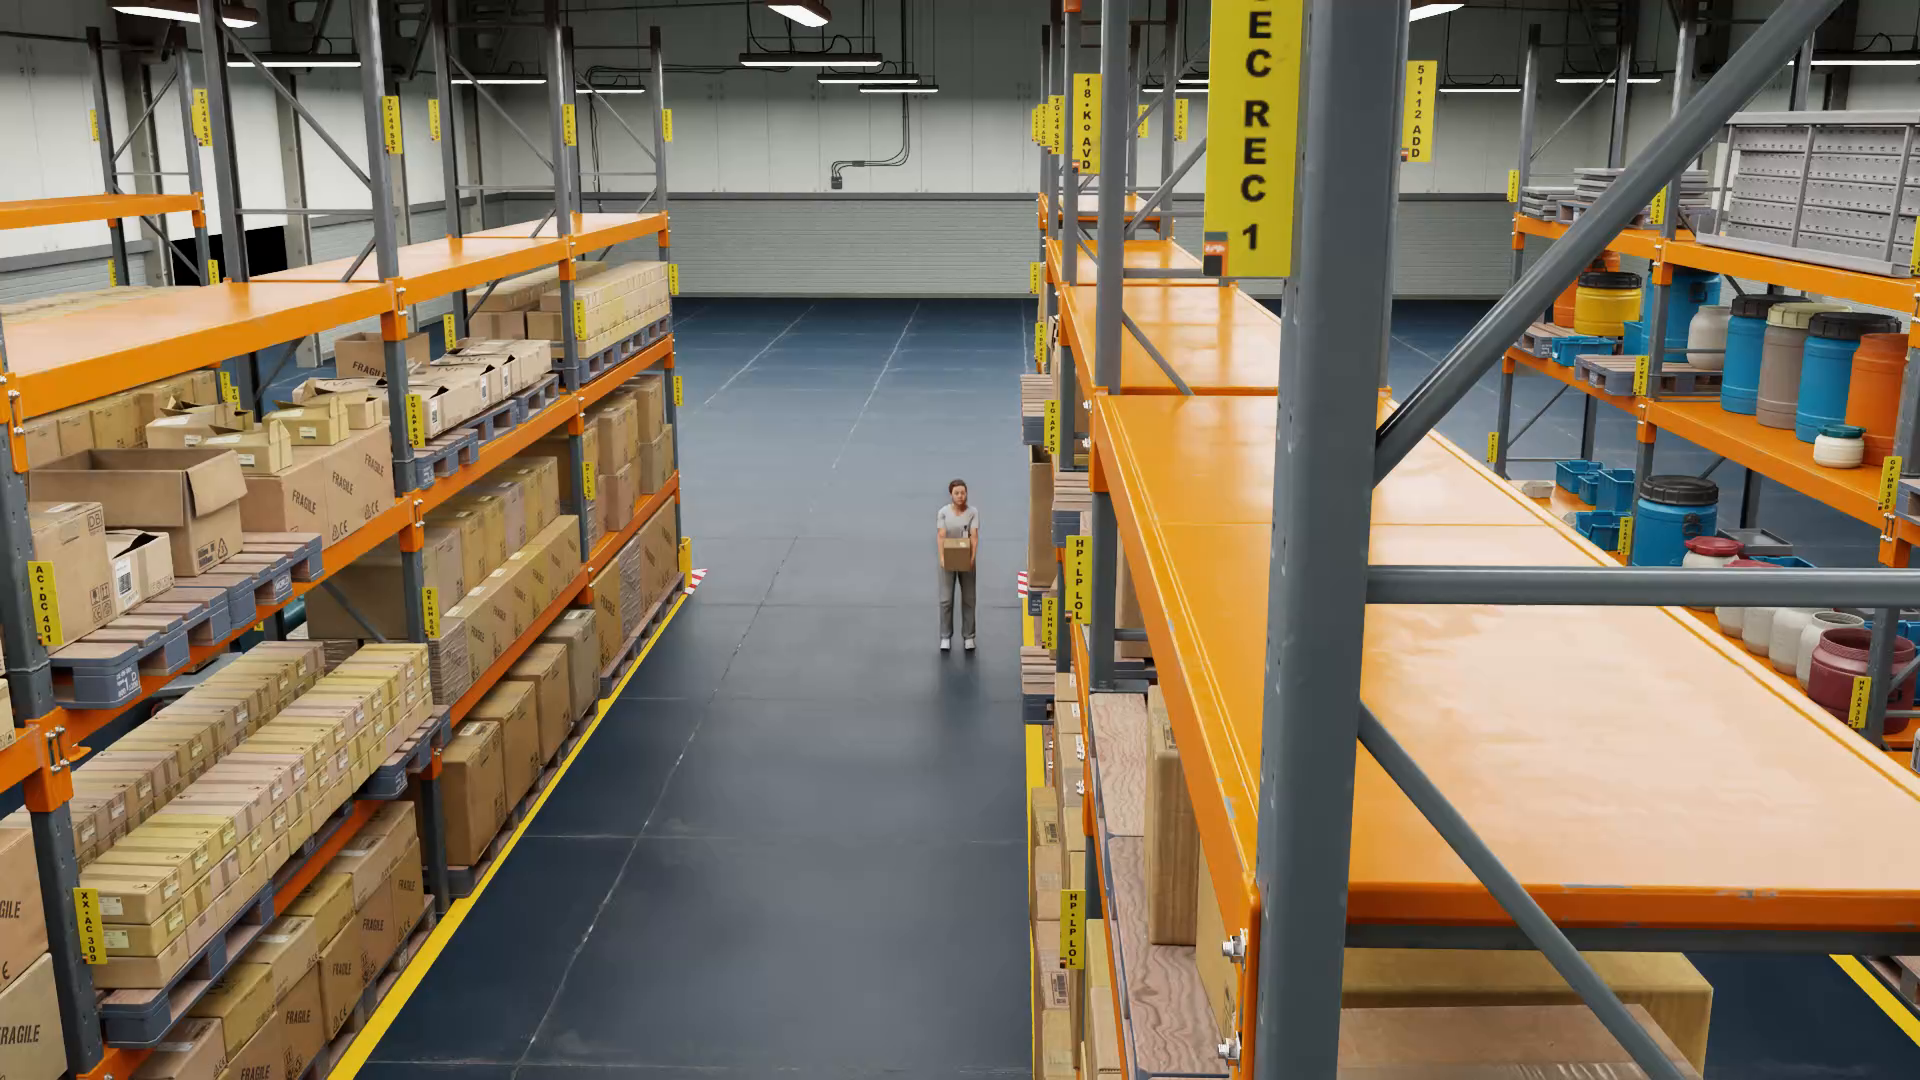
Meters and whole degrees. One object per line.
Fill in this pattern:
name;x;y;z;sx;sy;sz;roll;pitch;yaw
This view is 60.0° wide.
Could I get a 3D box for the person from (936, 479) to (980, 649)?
person;-0.020;0.254;16.239;0.423;1.668;0.518;0;14;0
